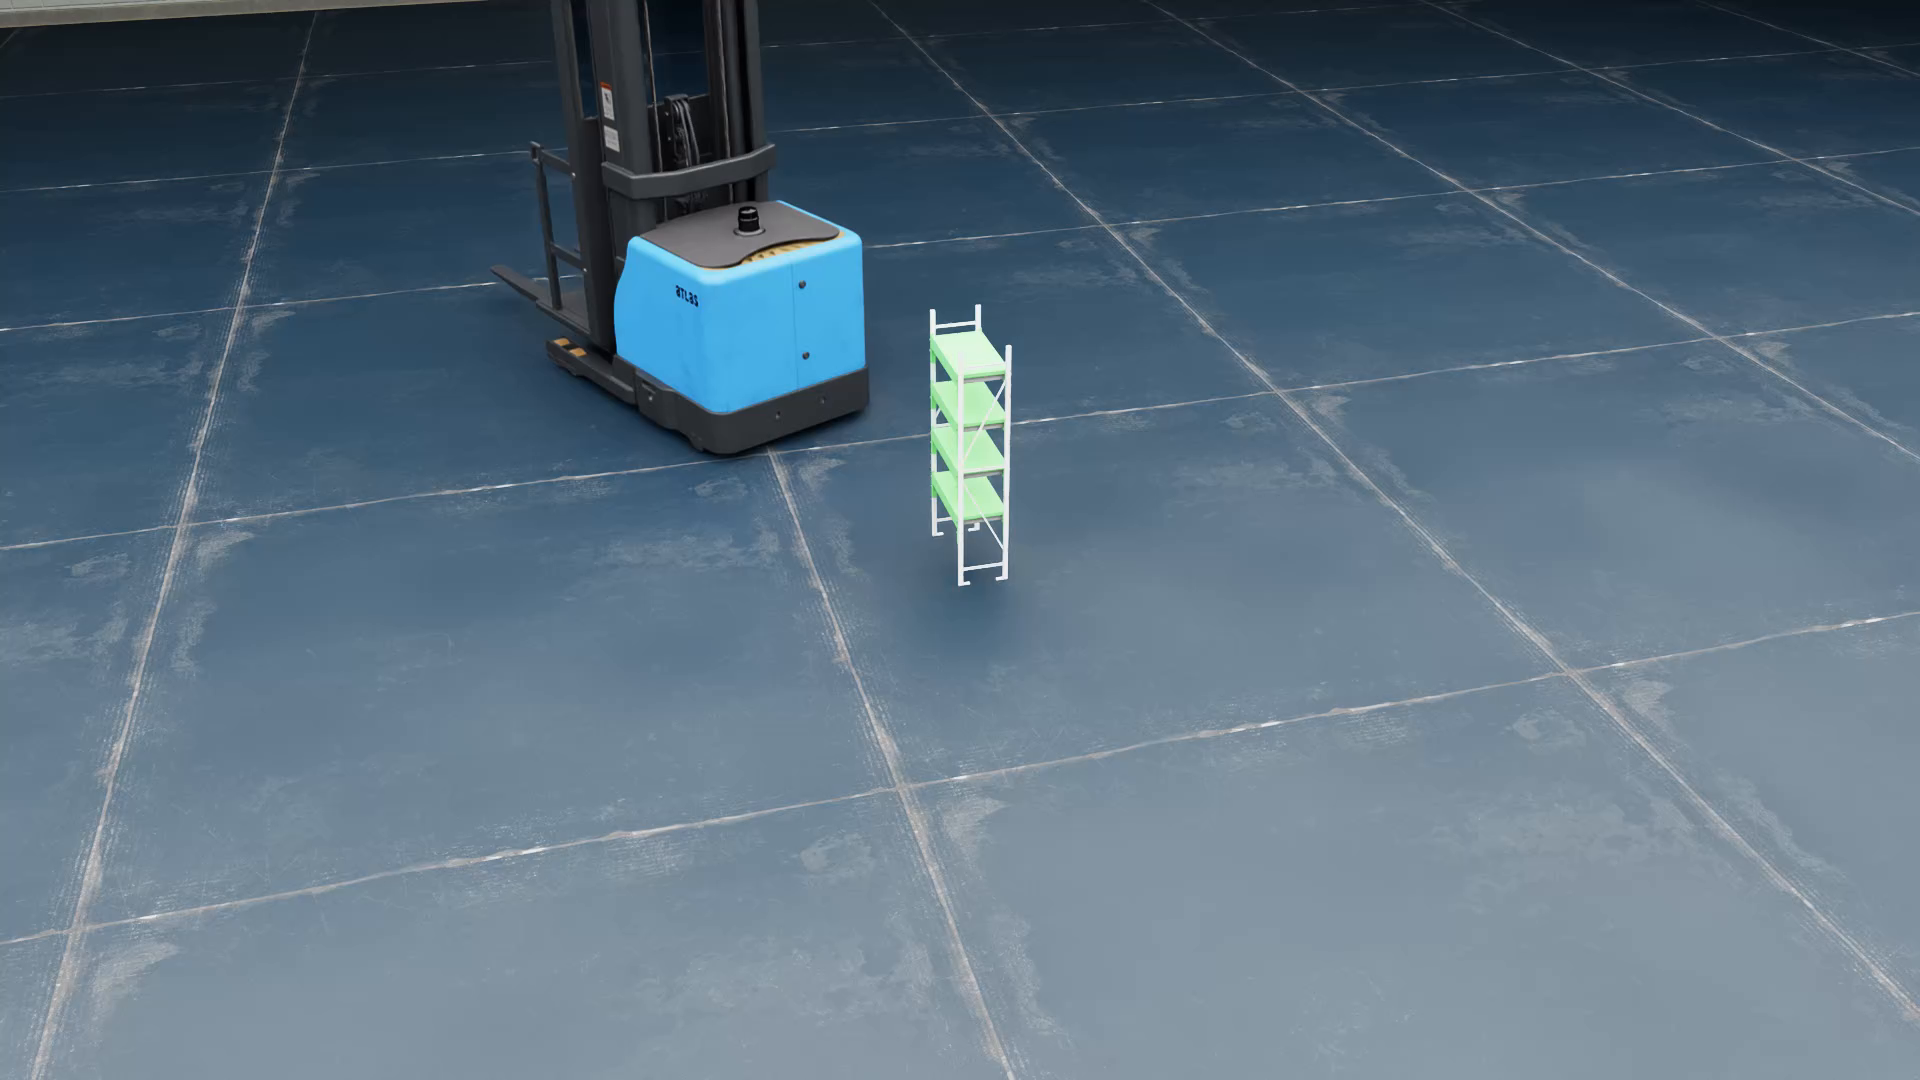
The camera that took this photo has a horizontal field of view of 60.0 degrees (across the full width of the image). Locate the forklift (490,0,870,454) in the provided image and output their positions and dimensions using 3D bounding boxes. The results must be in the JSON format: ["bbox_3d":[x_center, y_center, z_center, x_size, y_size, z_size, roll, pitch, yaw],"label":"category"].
[{"bbox_3d":[-1.848,-2.392,9.456,1.130,2.935,3.031,-23,37,-34],"label":"forklift"}]

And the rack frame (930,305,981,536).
[{"bbox_3d":[-0.021,-0.557,8.015,0.240,1.200,0.015,-8,31,-13],"label":"rack frame"}]

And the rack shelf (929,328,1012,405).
[{"bbox_3d":[0.044,-0.799,7.603,0.258,0.148,0.480,-8,31,-13],"label":"rack shelf"}]

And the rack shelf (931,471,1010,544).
[{"bbox_3d":[0.044,-0.176,7.964,0.258,0.148,0.480,-8,31,-13],"label":"rack shelf"}]

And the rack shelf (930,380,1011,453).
[{"bbox_3d":[0.044,-0.592,7.723,0.258,0.148,0.480,-8,31,-13],"label":"rack shelf"}]

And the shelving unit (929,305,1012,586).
[{"bbox_3d":[0.044,-0.439,7.811,0.258,1.200,0.503,-8,31,-13],"label":"shelving unit"}]

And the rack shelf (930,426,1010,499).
[{"bbox_3d":[0.044,-0.384,7.843,0.258,0.148,0.480,-8,31,-13],"label":"rack shelf"}]

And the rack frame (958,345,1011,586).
[{"bbox_3d":[0.109,-0.321,7.608,0.240,1.200,0.015,-8,31,-13],"label":"rack frame"}]
